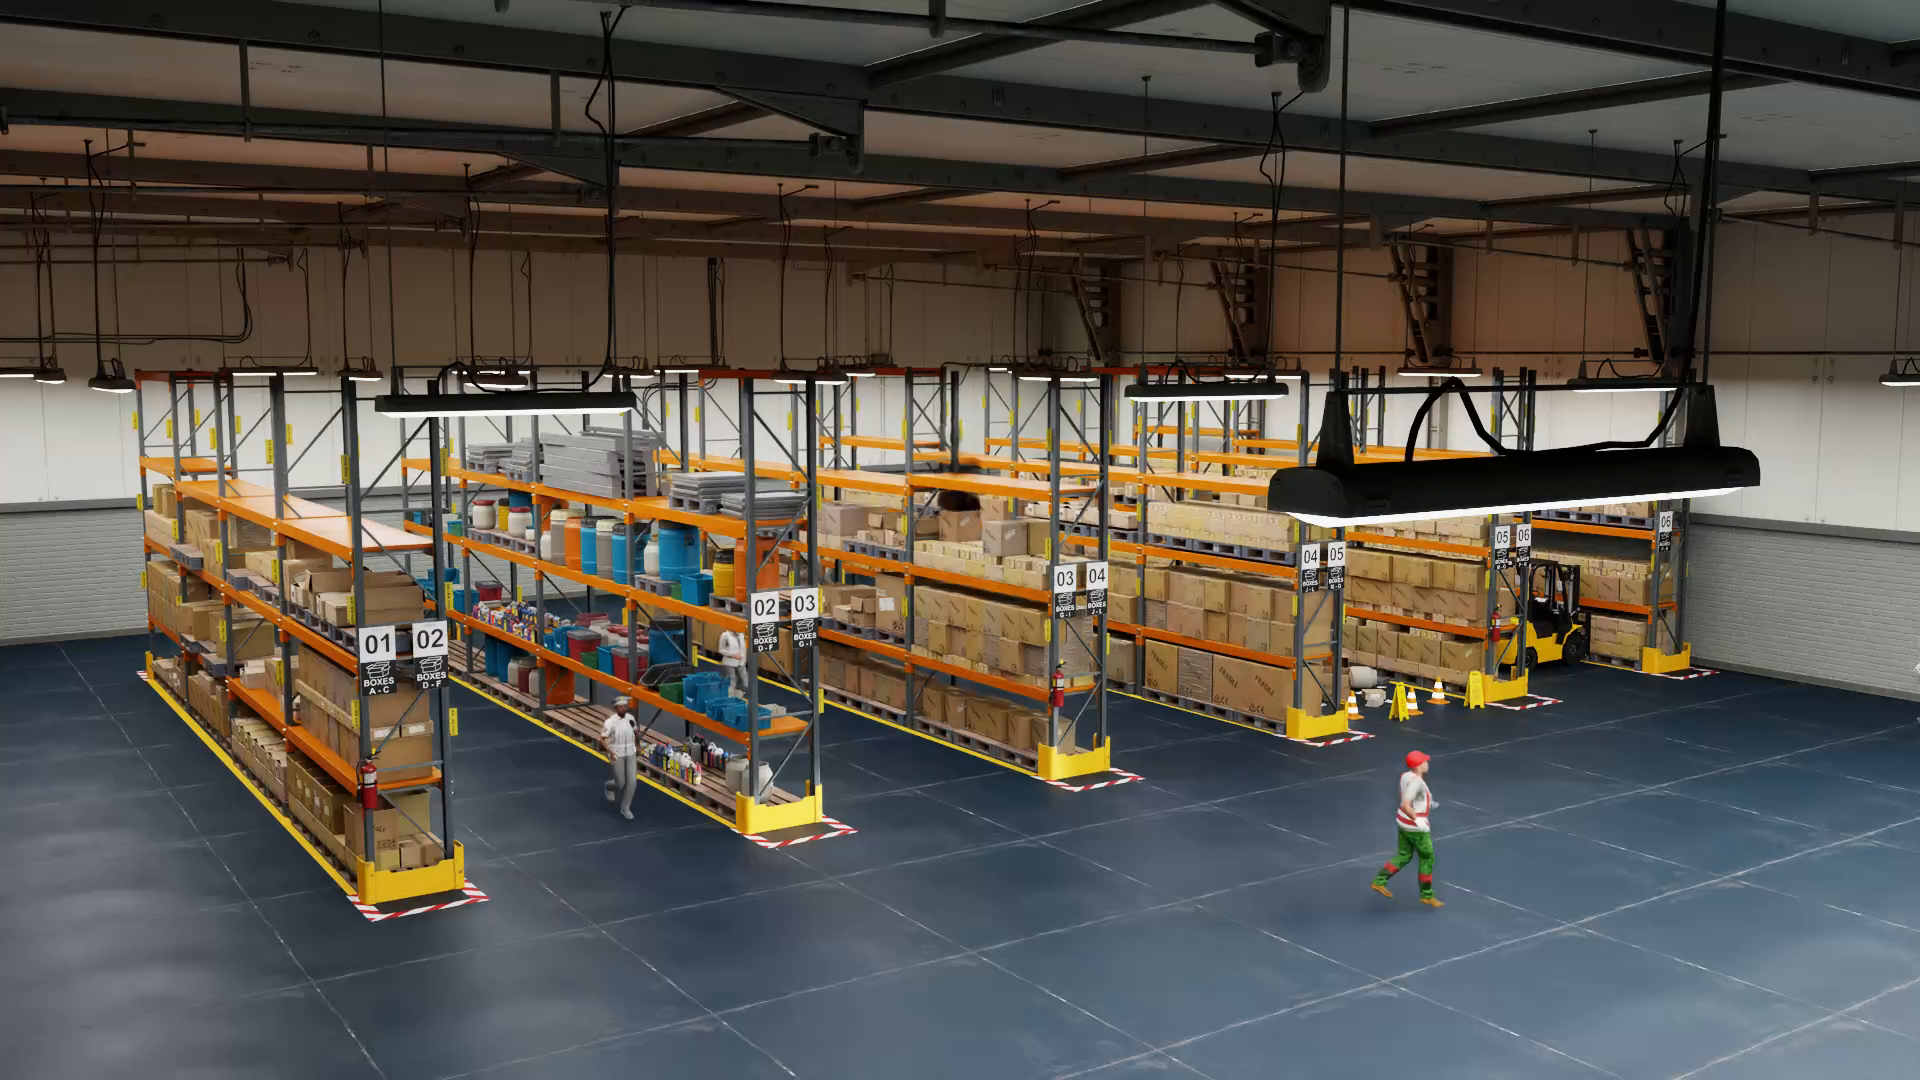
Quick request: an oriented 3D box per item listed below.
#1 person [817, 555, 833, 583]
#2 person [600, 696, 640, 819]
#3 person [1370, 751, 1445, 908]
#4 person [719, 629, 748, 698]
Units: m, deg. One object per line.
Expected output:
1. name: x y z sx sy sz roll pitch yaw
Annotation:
1. person: -3.353 0.743 41.931 0.845 1.828 0.676 -4 7 -29
2. person: -4.650 2.948 22.838 0.584 1.674 0.668 -4 8 -34
3. person: 5.126 3.292 18.992 0.852 1.814 0.640 -1 6 -6
4. person: -3.907 2.177 29.114 0.679 1.756 0.648 -5 8 -37
